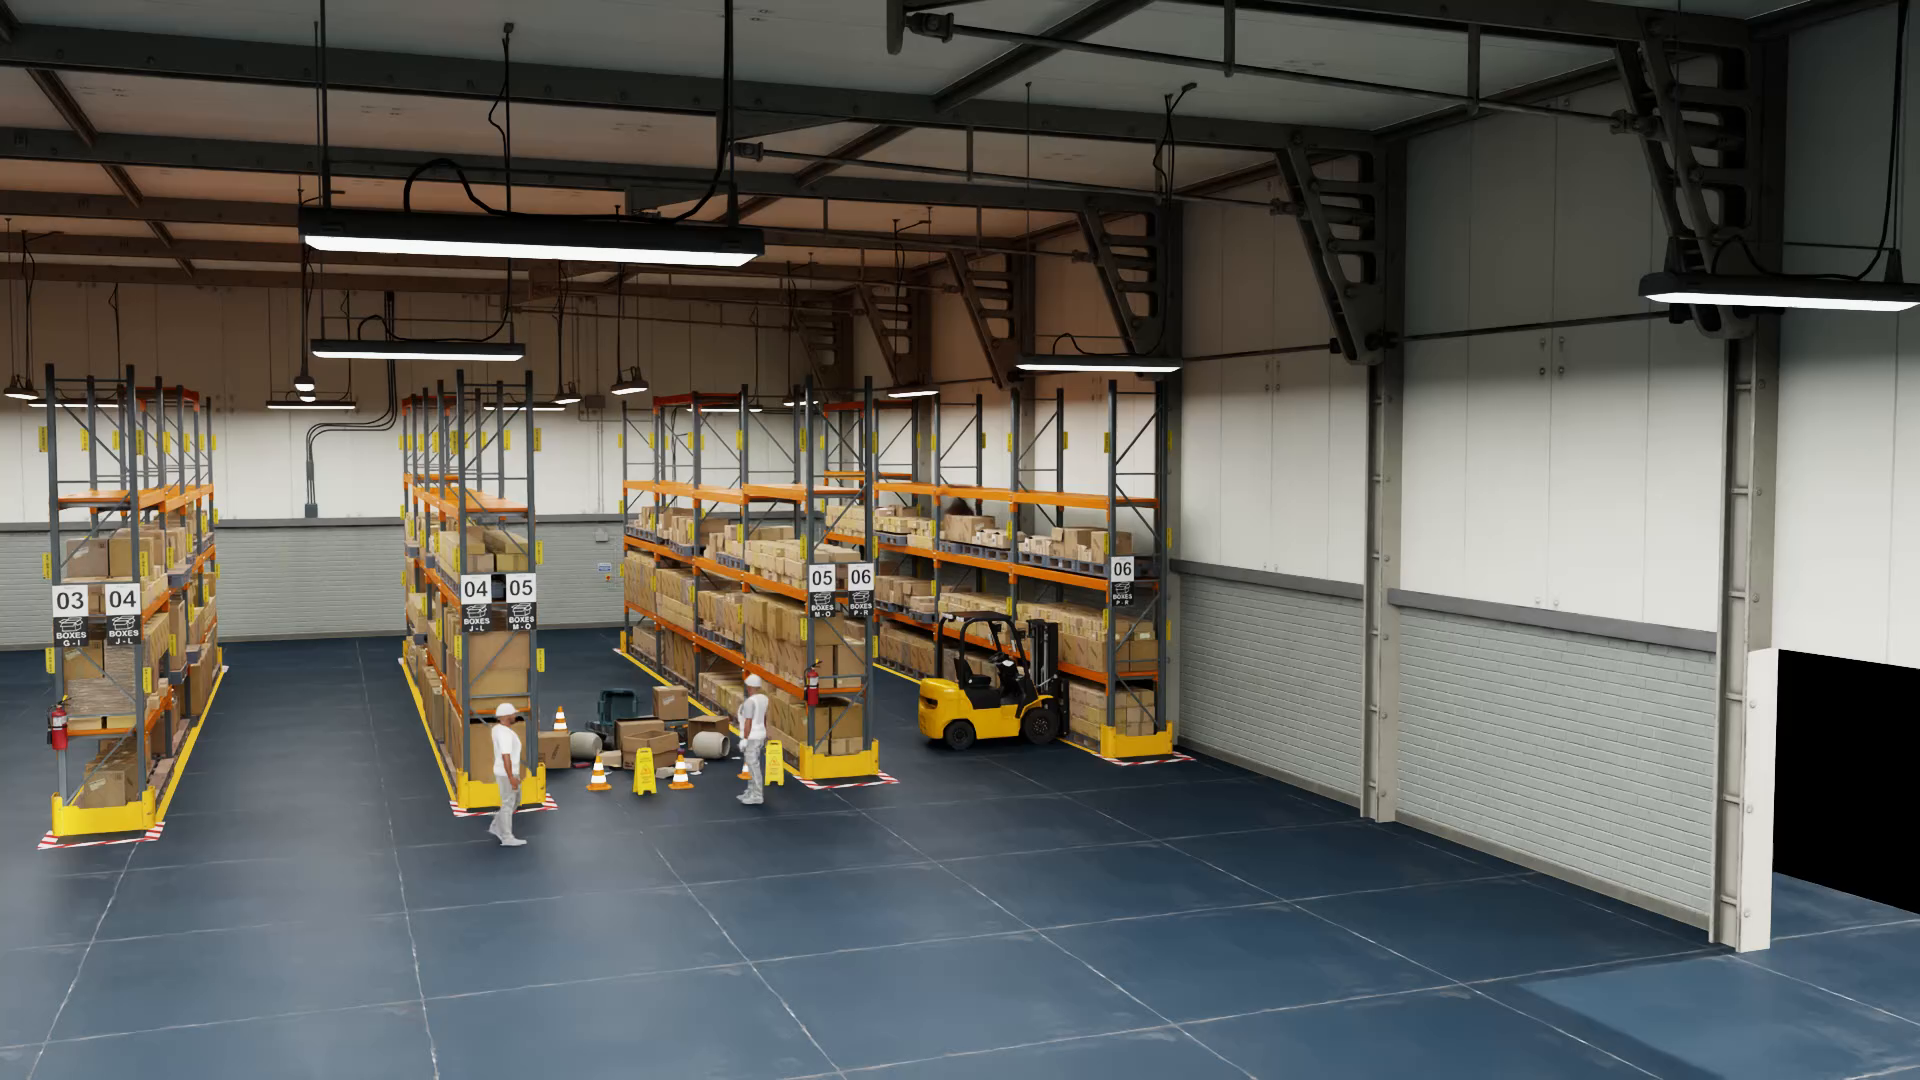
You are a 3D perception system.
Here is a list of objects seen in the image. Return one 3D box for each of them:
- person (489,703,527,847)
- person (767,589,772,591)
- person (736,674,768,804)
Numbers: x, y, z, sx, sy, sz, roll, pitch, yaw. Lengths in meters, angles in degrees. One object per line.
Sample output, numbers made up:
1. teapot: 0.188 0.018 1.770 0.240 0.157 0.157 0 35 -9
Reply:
1. person: -5.651 2.913 20.700 0.495 1.770 0.636 -1 3 -10
2. person: -4.404 1.914 38.532 0.383 1.669 0.456 -3 4 -38
3. person: -2.950 2.760 23.073 0.496 1.807 0.593 1 3 11
